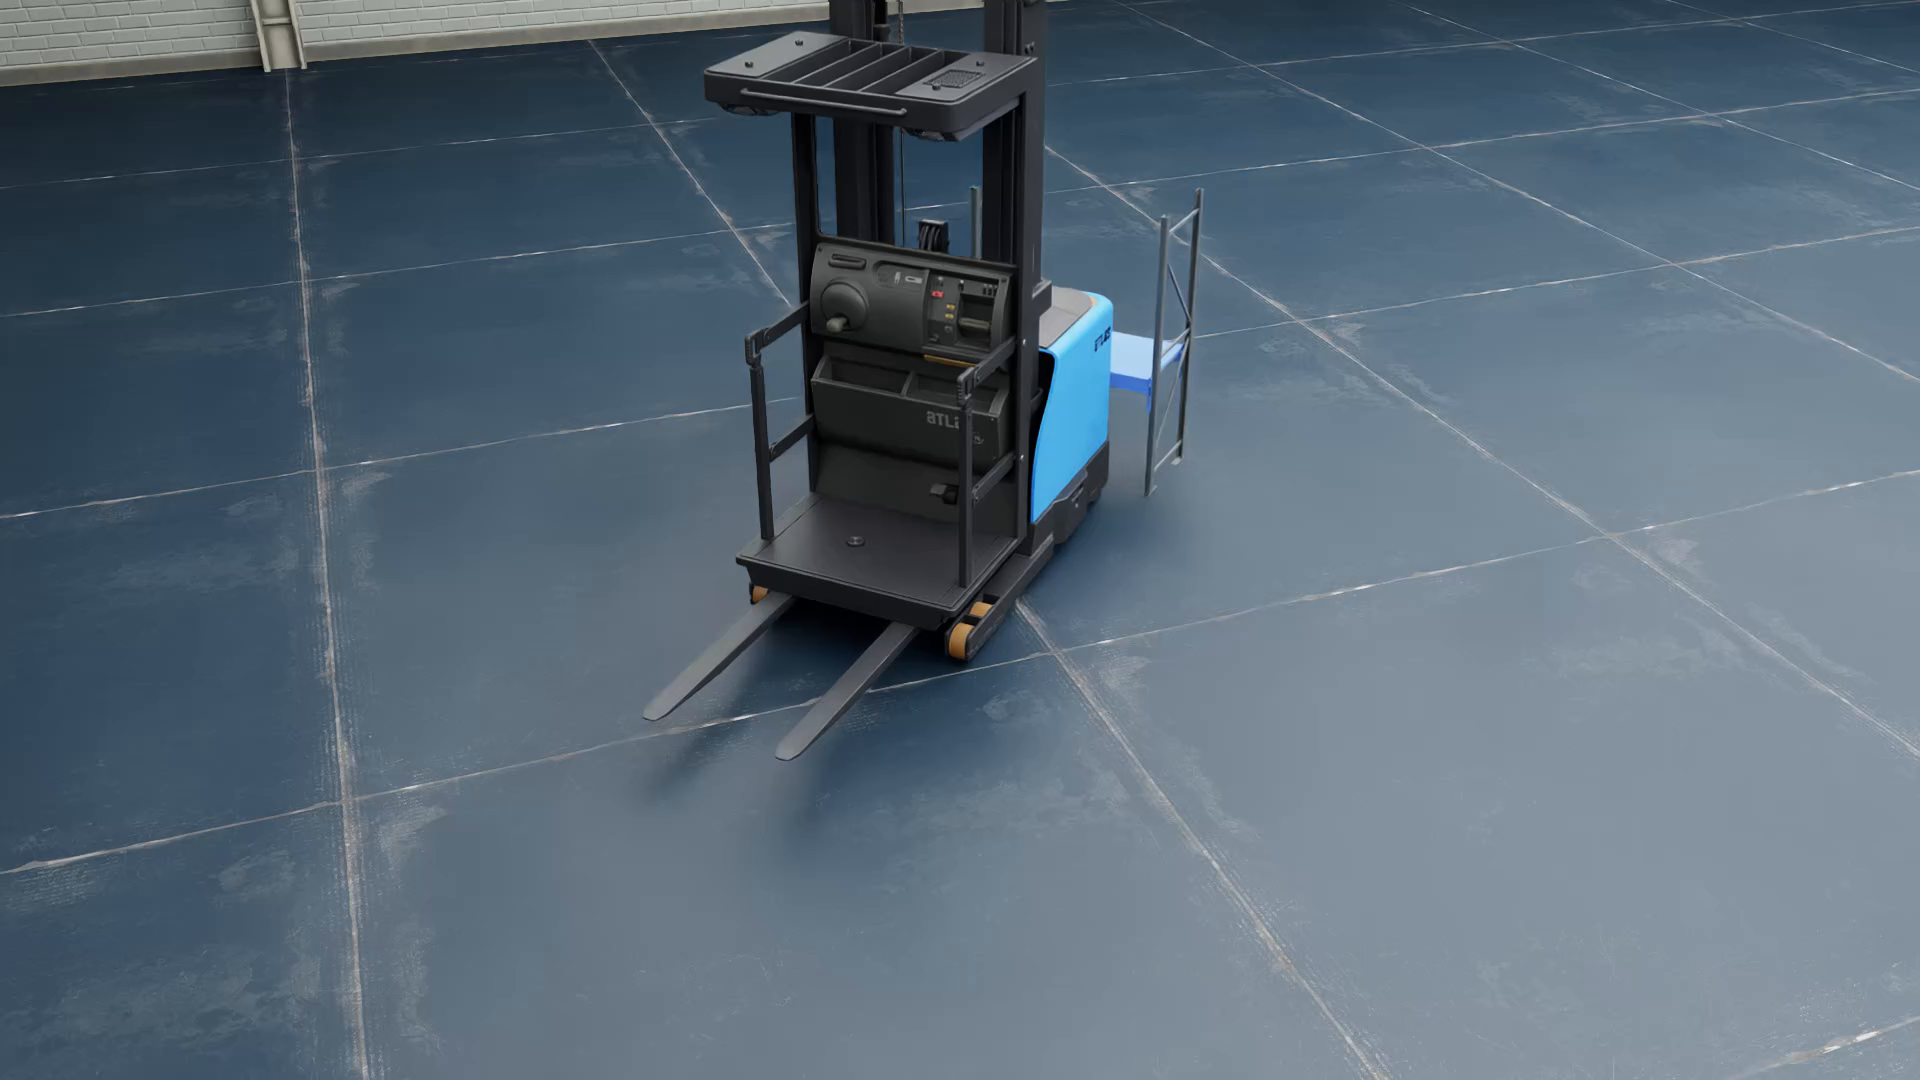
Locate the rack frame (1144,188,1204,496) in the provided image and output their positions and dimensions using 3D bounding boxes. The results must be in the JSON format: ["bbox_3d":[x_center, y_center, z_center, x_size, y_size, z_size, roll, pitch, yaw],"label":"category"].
[{"bbox_3d":[1.088,-0.994,8.480,0.032,1.500,0.500,14,33,24],"label":"rack frame"}]

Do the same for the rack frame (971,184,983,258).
[{"bbox_3d":[0.187,-1.227,8.888,0.032,1.500,0.500,14,33,24],"label":"rack frame"}]

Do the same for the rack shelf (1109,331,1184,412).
[{"bbox_3d":[0.638,-0.954,8.773,1.000,0.185,0.538,14,33,24],"label":"rack shelf"}]

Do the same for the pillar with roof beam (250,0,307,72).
[{"bbox_3d":[-5.189,-6.609,10.761,0.400,9.000,9.100,-10,31,-18],"label":"pillar with roof beam"}]

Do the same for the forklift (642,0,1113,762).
[{"bbox_3d":[-0.314,-0.988,7.023,1.130,2.935,3.031,13,32,22],"label":"forklift"}]

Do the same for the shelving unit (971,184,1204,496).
[{"bbox_3d":[0.638,-1.110,8.684,1.048,1.500,0.538,14,33,24],"label":"shelving unit"}]
